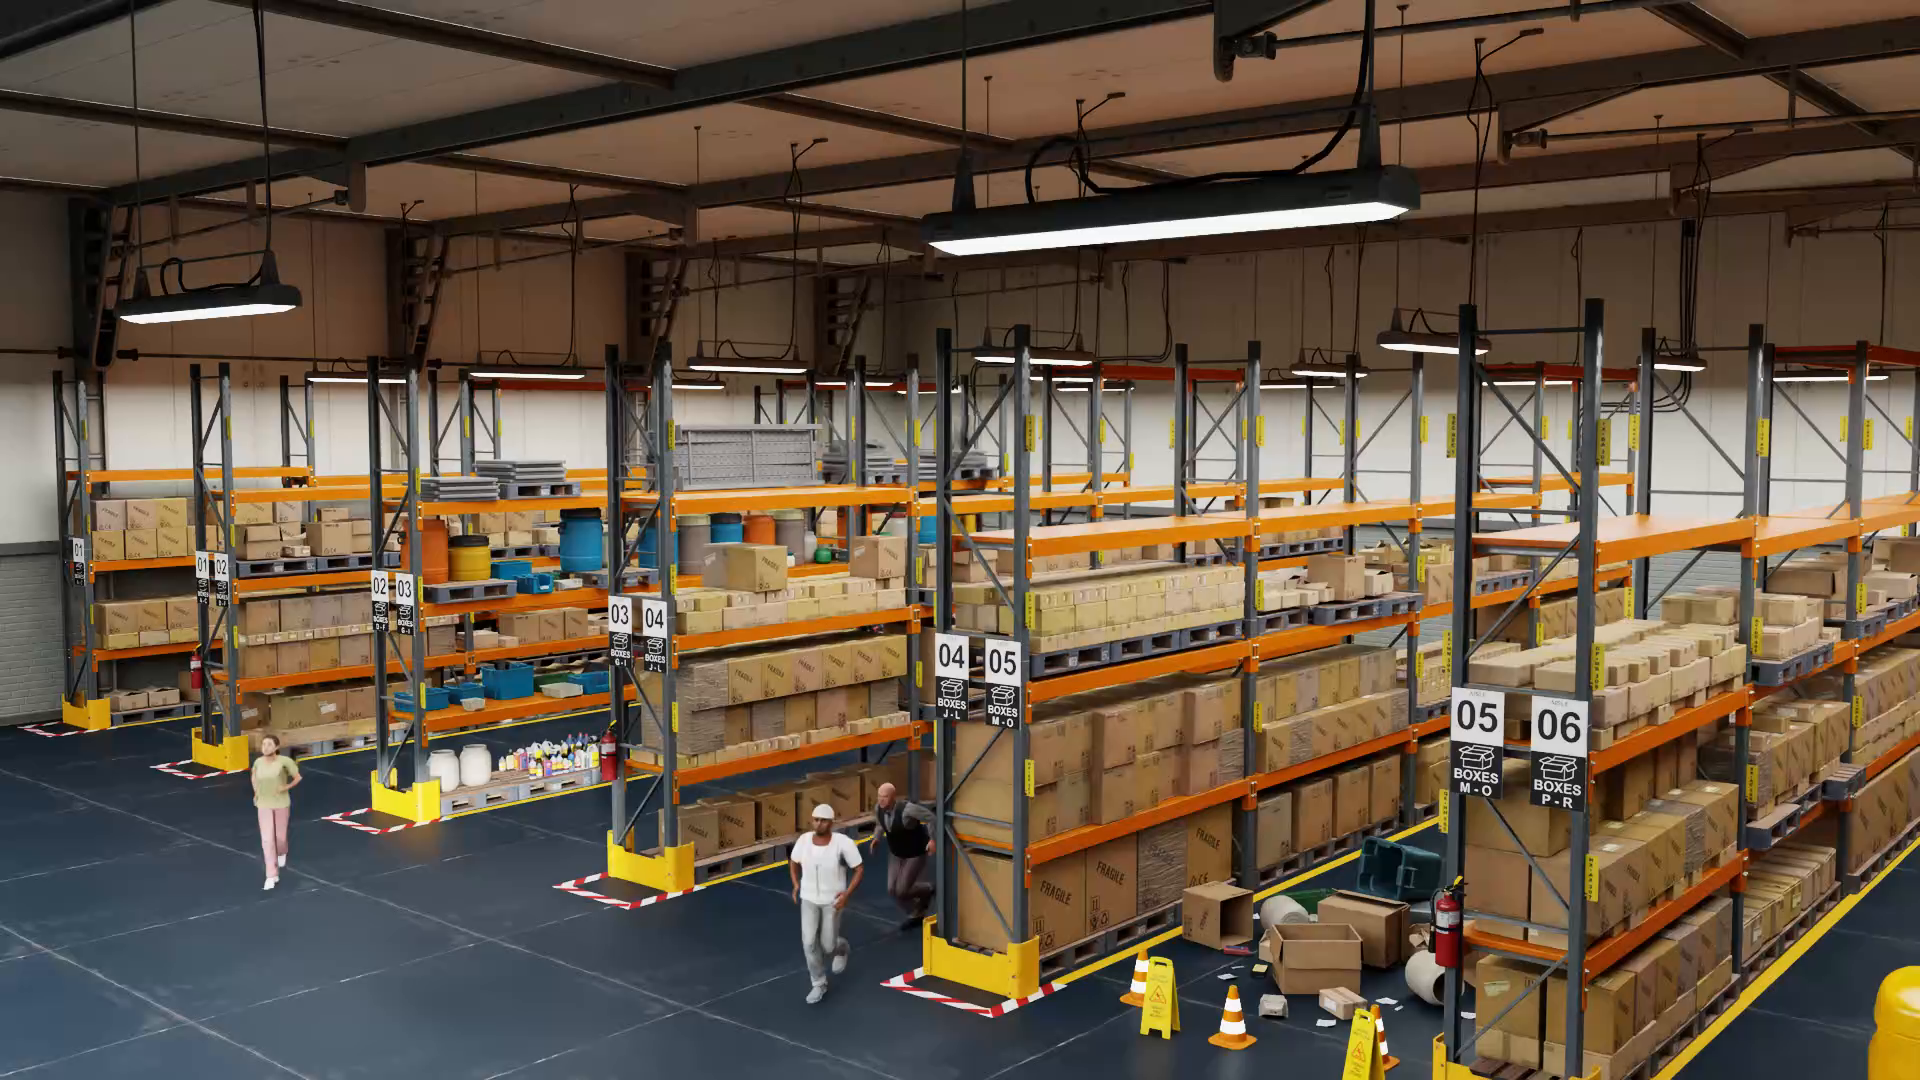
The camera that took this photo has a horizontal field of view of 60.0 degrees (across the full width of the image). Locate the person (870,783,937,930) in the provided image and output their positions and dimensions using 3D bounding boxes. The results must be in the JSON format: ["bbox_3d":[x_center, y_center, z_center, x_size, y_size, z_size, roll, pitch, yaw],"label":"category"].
[{"bbox_3d":[-0.540,3.188,16.769,0.674,1.568,0.840,3,5,38],"label":"person"}]

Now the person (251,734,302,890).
[{"bbox_3d":[-7.667,2.995,18.636,0.569,1.673,0.851,-1,4,-10],"label":"person"}]

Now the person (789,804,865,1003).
[{"bbox_3d":[-1.211,3.223,15.016,0.719,1.734,0.709,1,4,13],"label":"person"}]
